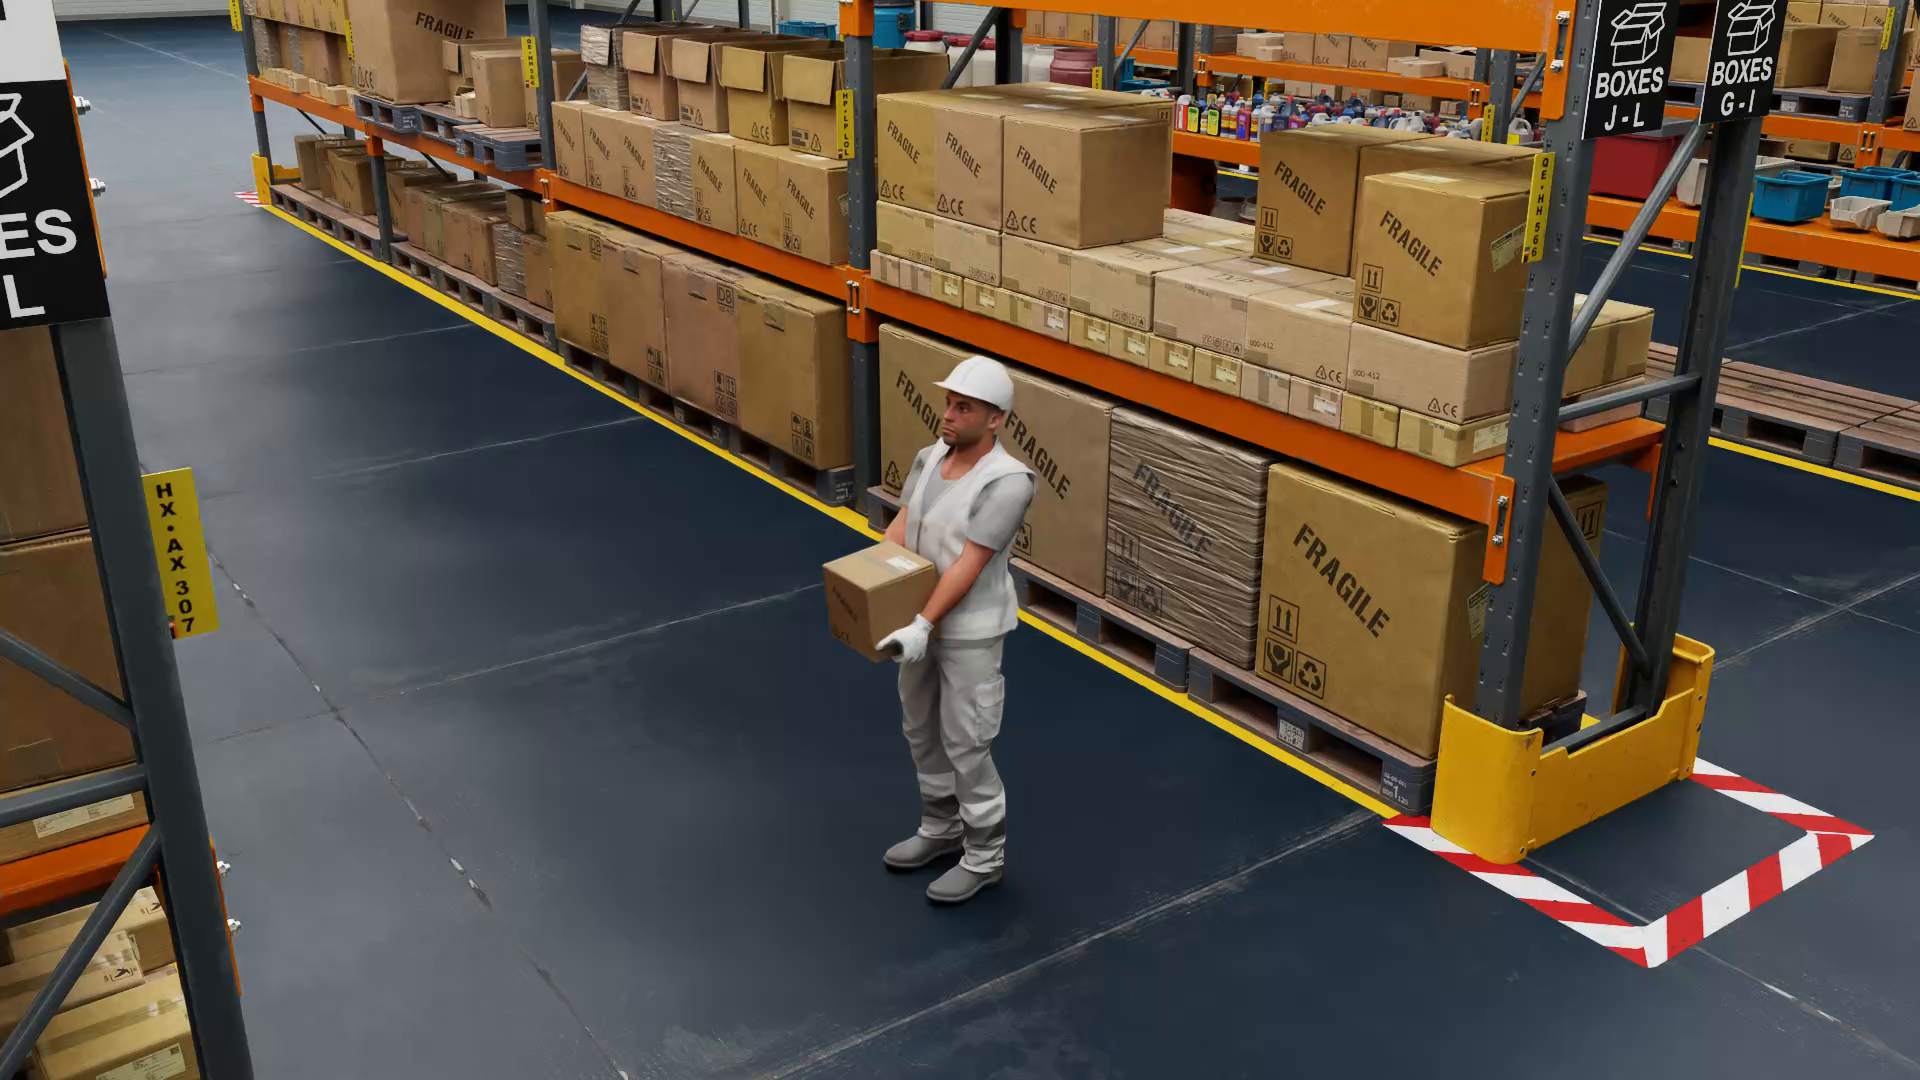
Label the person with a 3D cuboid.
[{"bbox_3d":[-0.088,0.312,5.254,0.573,1.782,0.494,-14,25,-33],"label":"person"}]
